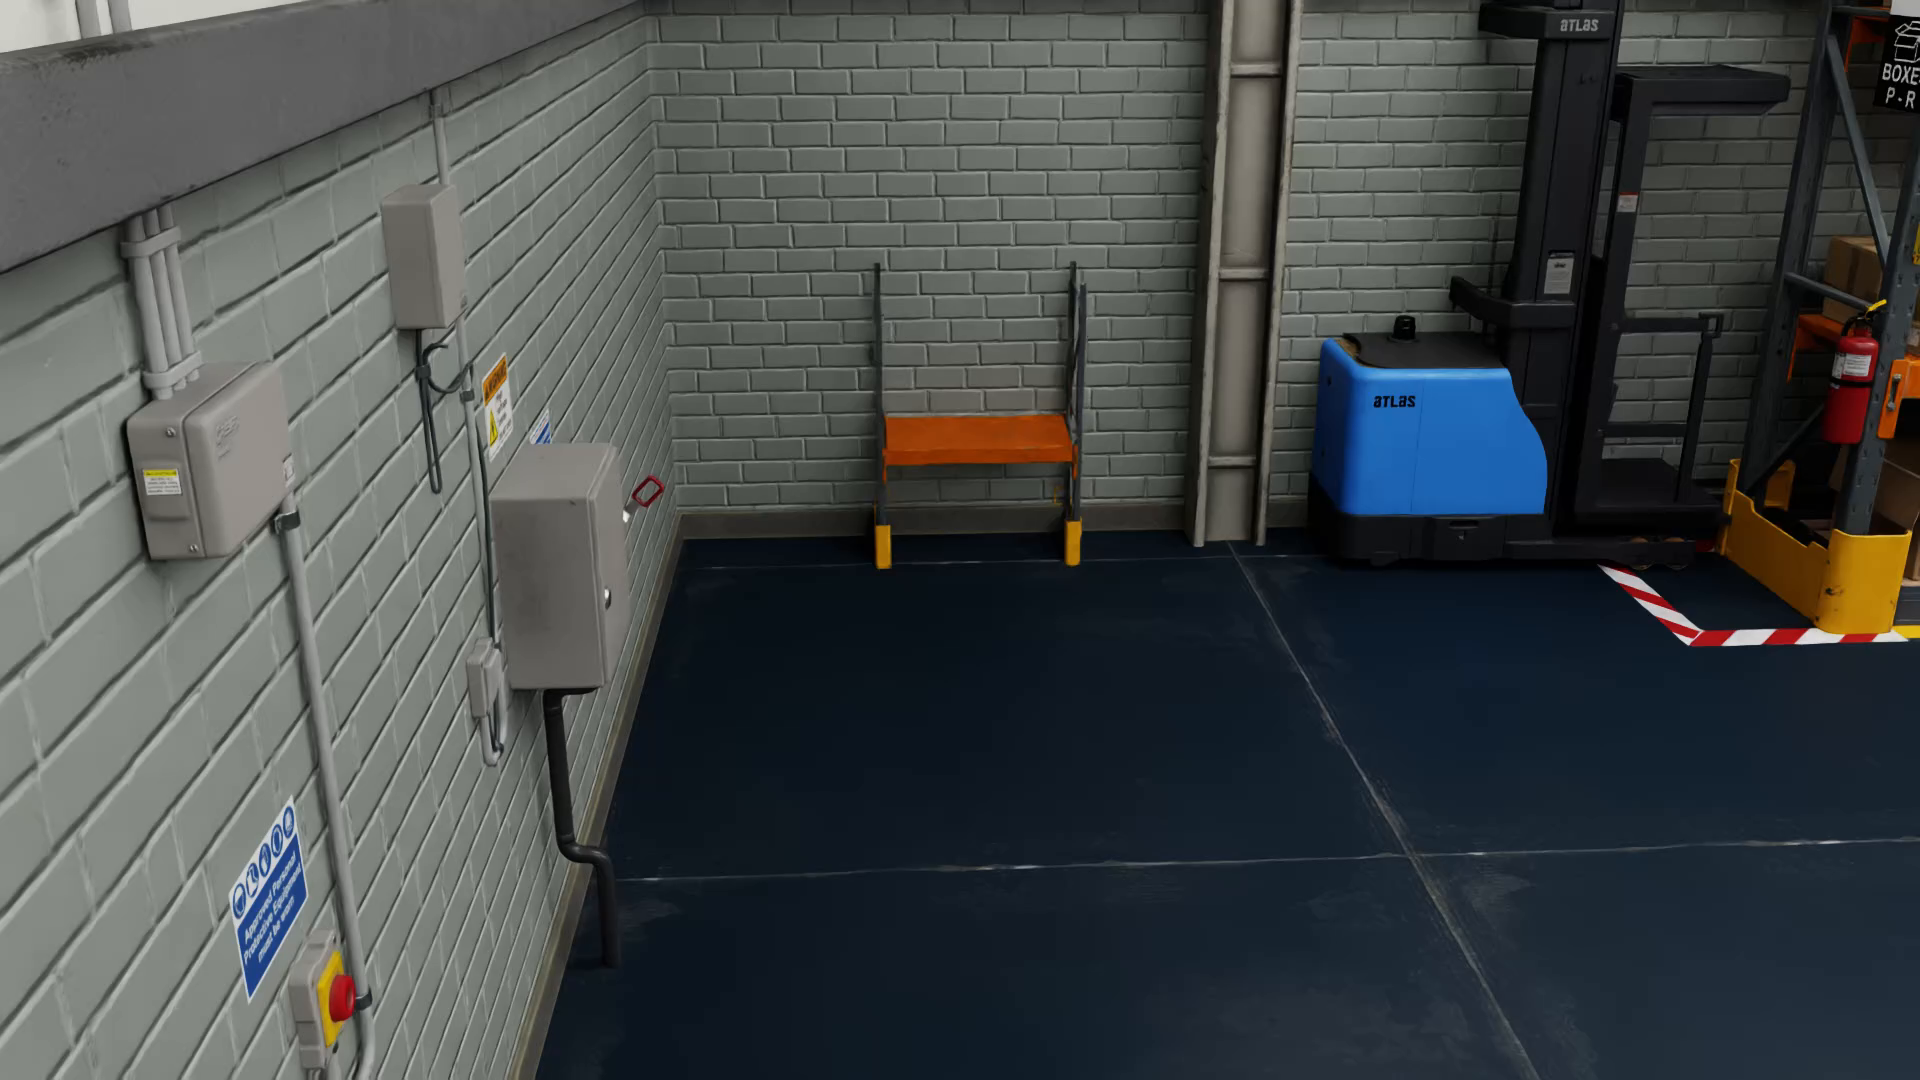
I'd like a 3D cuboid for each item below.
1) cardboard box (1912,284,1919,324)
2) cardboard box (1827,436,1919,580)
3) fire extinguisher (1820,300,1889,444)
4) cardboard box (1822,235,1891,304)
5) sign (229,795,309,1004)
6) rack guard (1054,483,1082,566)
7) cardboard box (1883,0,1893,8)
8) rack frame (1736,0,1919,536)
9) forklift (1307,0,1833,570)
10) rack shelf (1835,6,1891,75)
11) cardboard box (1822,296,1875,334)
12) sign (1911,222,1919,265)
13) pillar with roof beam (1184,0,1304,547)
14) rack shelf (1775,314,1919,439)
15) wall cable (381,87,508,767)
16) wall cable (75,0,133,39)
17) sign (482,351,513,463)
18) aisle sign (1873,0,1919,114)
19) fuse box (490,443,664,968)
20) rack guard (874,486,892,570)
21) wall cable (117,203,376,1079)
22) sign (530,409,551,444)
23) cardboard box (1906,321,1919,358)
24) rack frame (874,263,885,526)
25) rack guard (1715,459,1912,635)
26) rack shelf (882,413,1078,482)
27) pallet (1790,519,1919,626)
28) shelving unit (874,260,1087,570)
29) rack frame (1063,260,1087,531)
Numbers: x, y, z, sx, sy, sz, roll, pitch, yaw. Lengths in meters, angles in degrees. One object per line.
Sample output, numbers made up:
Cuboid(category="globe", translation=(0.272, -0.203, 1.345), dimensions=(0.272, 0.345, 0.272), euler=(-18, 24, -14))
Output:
Cuboid(category="cardboard box", translation=(4.667, -1.141, 7.695), dimensions=(0.500, 0.250, 0.500), euler=(-1, 21, -3))
Cuboid(category="cardboard box", translation=(4.815, -0.167, 8.262), dimensions=(0.637, 0.503, 0.797), euler=(-2, 21, -5))
Cuboid(category="fire extinguisher", translation=(4.078, -0.781, 7.589), dimensions=(0.183, 0.674, 0.296), euler=(-1, 21, -3))
Cuboid(category="cardboard box", translation=(4.643, -1.331, 8.194), dimensions=(0.500, 0.250, 0.500), euler=(-1, 21, -1))
Cuboid(category="sign", translation=(-1.201, 0.620, 2.898), dimensions=(0.001, 0.218, 0.327), euler=(-1, 21, -3))
Cuboid(category="rack guard", translation=(0.579, -0.094, 8.972), dimensions=(0.087, 0.250, 0.587), euler=(-1, 23, -3))
Cuboid(category="cardboard box", translation=(4.505, -2.532, 7.692), dimensions=(0.250, 0.149, 0.380), euler=(-1, 21, -2))
Cuboid(category="rack frame", translation=(4.199, -1.159, 7.948), dimensions=(0.127, 3.000, 1.000), euler=(-1, 21, -3))
Cuboid(category="forklift", translation=(3.459, -1.402, 8.684), dimensions=(3.031, 2.935, 1.130), euler=(-1, 21, -1))
Cuboid(category="rack shelf", translation=(6.196, -2.265, 7.649), dimensions=(4.000, 0.370, 1.077), euler=(-1, 21, -3))
Cuboid(category="cardboard box", translation=(4.514, -1.143, 8.261), dimensions=(0.250, 0.149, 0.380), euler=(-1, 21, -4))
Cuboid(category="sign", translation=(4.230, -1.370, 7.288), dimensions=(0.005, 0.325, 0.100), euler=(-1, 21, -3))
Cuboid(category="pillar with roof beam", translation=(1.701, -2.698, 3.561), dimensions=(0.400, 9.000, 9.100), euler=(-1, 21, -3))
Cuboid(category="rack shelf", translation=(6.196, -0.863, 8.183), dimensions=(4.000, 0.370, 1.077), euler=(-1, 21, -3))
Cuboid(category="wall cable", translation=(-1.235, -0.251, 4.136), dimensions=(0.122, 1.984, 0.588), euler=(-1, 21, -3))
Cuboid(category="wall cable", translation=(-1.177, -1.983, 1.683), dimensions=(0.029, 3.000, 0.463), euler=(-1, 21, -3))
Cuboid(category="sign", translation=(-1.320, -0.384, 4.753), dimensions=(0.001, 0.242, 0.339), euler=(-1, 21, -3))
Cuboid(category="aisle sign", translation=(4.147, -2.268, 7.208), dimensions=(0.004, 0.787, 0.394), euler=(-1, 21, -3))
Cuboid(category="fuse box", translation=(-1.117, 0.580, 5.192), dimensions=(0.414, 1.711, 0.539), euler=(-1, 21, -3))
Cuboid(category="rack guard", translation=(-0.416, -0.074, 8.926), dimensions=(0.087, 0.250, 0.587), euler=(-1, 23, -3))
Cuboid(category="wall cable", translation=(-1.142, 0.238, 2.808), dimensions=(0.123, 1.953, 0.585), euler=(-1, 21, -3))
Cuboid(category="sign", translation=(-1.352, -0.149, 5.429), dimensions=(0.001, 0.494, 0.329), euler=(-1, 21, -3))
Cuboid(category="cardboard box", translation=(4.543, -0.950, 7.754), dimensions=(0.250, 0.149, 0.380), euler=(-1, 21, -3))
Cuboid(category="rack frame", translation=(-0.417, -0.648, 8.677), dimensions=(0.032, 1.500, 0.500), euler=(-1, 23, -3))
Cuboid(category="rack guard", translation=(4.275, 0.008, 8.397), dimensions=(0.348, 0.500, 1.175), euler=(-1, 21, -3))
Cuboid(category="rack shelf", translation=(0.091, -0.493, 8.773), dimensions=(1.000, 0.185, 0.538), euler=(-1, 23, -3))
Cuboid(category="pallet", translation=(5.071, 0.127, 8.492), dimensions=(1.213, 0.211, 1.003), euler=(-1, 21, -3))
Cuboid(category="shelving unit", translation=(0.082, -0.658, 8.701), dimensions=(1.083, 1.500, 0.587), euler=(-1, 23, -3))
Cuboid(category="rack frame", translation=(0.598, -0.668, 8.725), dimensions=(0.032, 1.500, 0.500), euler=(-1, 23, -3))
